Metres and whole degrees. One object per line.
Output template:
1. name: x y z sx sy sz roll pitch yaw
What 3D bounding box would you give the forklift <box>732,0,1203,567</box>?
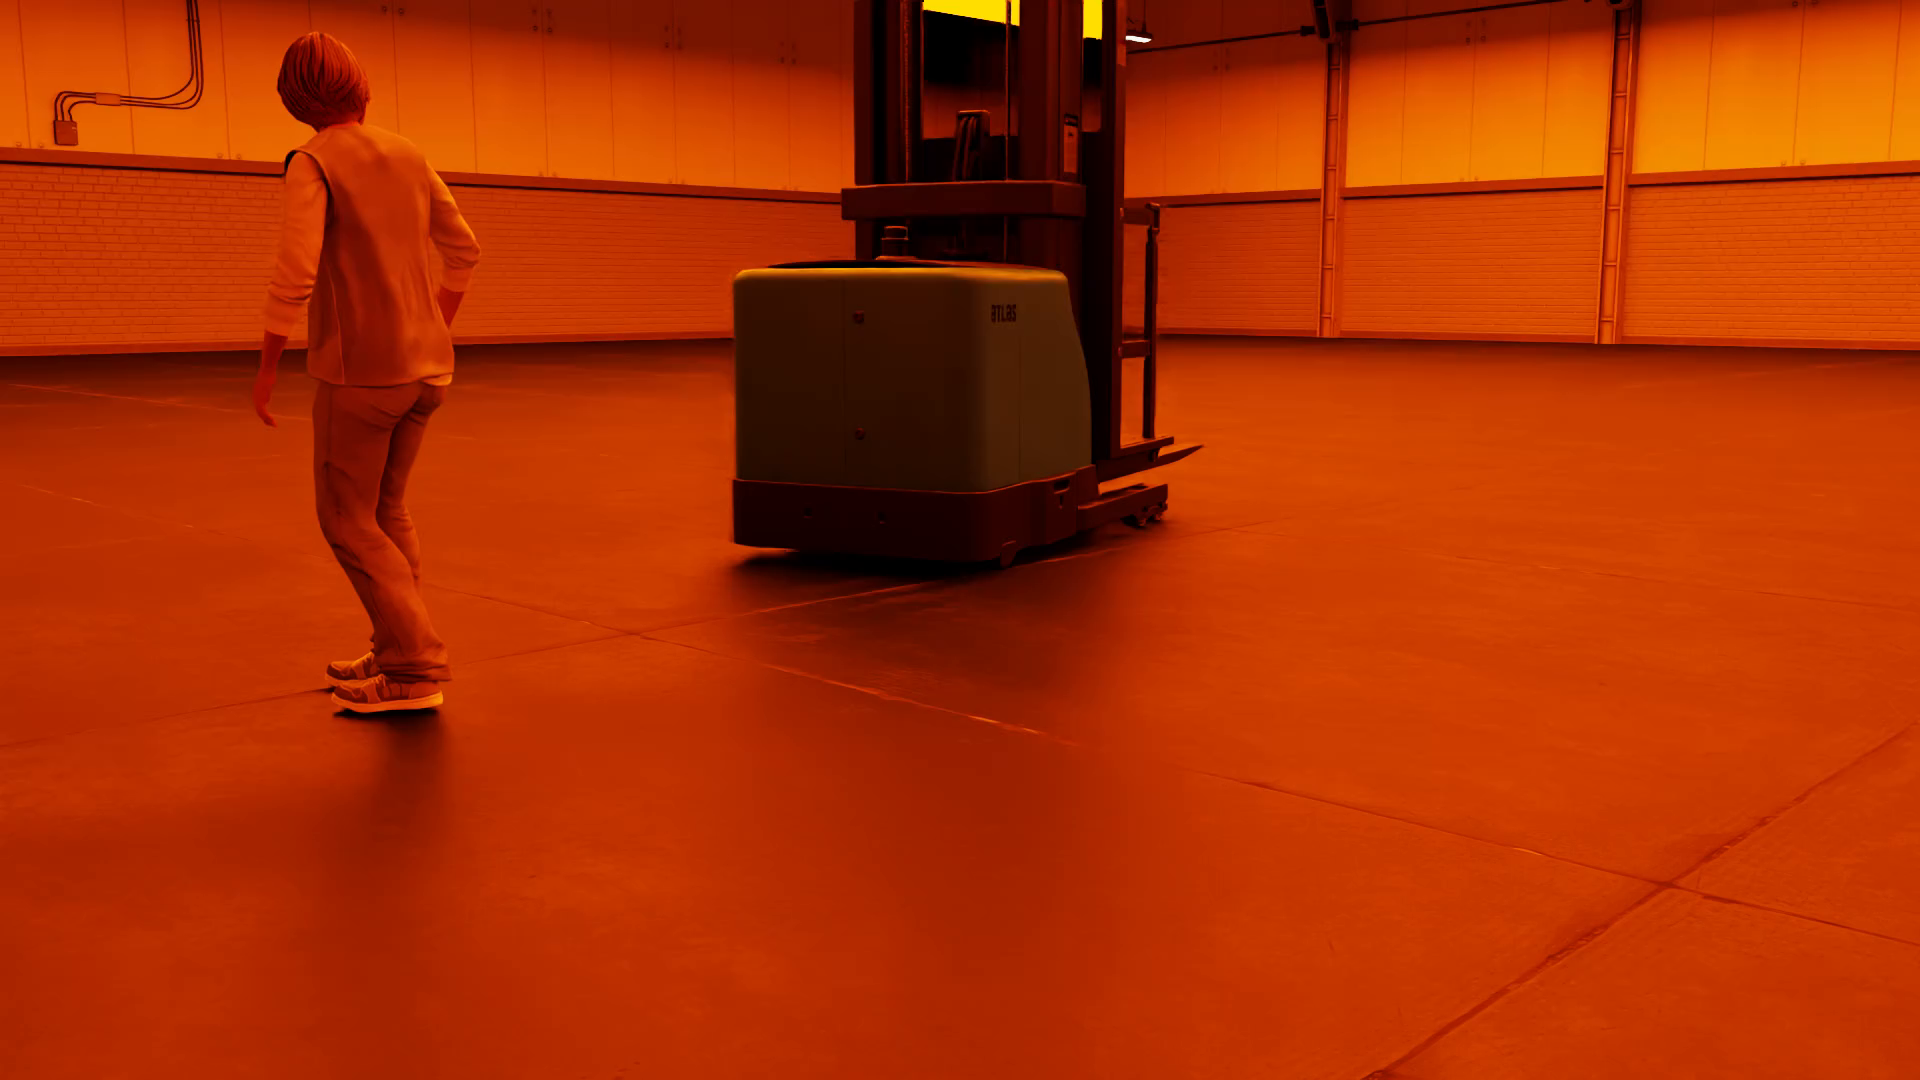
1. forklift: 0.260 -1.532 7.050 1.130 2.935 3.031 4 10 26

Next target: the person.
1. person: -1.439 -0.376 3.936 0.453 1.580 0.622 3 9 18
